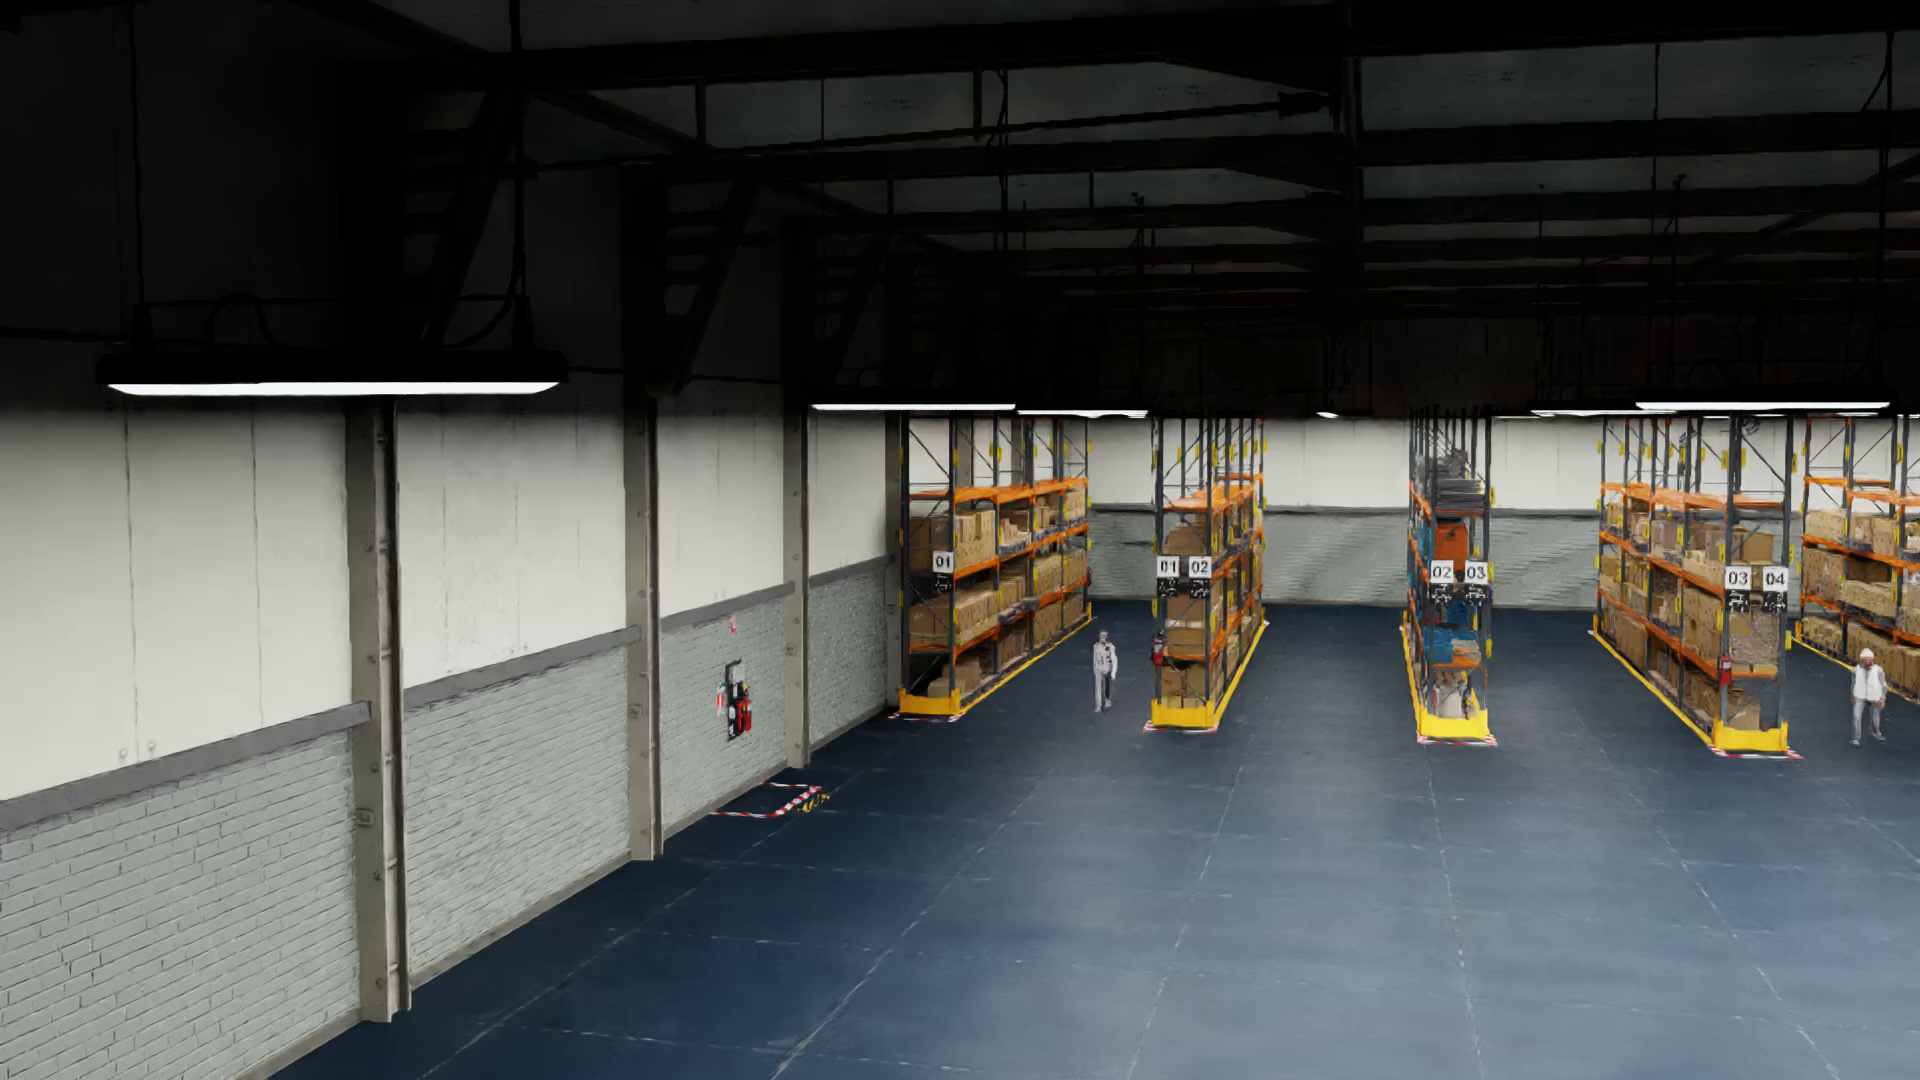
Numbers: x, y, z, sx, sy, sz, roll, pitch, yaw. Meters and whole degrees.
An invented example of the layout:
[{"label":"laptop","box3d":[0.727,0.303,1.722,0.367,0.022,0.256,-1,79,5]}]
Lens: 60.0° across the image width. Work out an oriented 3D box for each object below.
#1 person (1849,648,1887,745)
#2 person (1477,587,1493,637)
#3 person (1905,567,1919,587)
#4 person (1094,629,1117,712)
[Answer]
[{"label":"person","box3d":[16.052,2.761,29.391,0.572,1.721,0.954,3,5,34]},{"label":"person","box3d":[13.888,1.758,44.089,0.447,1.574,1.088,1,4,16]},{"label":"person","box3d":[26.416,1.543,46.037,0.620,1.783,0.566,-2,4,-21]},{"label":"person","box3d":[2.858,2.550,32.783,0.500,1.625,0.997,1,4,13]}]
